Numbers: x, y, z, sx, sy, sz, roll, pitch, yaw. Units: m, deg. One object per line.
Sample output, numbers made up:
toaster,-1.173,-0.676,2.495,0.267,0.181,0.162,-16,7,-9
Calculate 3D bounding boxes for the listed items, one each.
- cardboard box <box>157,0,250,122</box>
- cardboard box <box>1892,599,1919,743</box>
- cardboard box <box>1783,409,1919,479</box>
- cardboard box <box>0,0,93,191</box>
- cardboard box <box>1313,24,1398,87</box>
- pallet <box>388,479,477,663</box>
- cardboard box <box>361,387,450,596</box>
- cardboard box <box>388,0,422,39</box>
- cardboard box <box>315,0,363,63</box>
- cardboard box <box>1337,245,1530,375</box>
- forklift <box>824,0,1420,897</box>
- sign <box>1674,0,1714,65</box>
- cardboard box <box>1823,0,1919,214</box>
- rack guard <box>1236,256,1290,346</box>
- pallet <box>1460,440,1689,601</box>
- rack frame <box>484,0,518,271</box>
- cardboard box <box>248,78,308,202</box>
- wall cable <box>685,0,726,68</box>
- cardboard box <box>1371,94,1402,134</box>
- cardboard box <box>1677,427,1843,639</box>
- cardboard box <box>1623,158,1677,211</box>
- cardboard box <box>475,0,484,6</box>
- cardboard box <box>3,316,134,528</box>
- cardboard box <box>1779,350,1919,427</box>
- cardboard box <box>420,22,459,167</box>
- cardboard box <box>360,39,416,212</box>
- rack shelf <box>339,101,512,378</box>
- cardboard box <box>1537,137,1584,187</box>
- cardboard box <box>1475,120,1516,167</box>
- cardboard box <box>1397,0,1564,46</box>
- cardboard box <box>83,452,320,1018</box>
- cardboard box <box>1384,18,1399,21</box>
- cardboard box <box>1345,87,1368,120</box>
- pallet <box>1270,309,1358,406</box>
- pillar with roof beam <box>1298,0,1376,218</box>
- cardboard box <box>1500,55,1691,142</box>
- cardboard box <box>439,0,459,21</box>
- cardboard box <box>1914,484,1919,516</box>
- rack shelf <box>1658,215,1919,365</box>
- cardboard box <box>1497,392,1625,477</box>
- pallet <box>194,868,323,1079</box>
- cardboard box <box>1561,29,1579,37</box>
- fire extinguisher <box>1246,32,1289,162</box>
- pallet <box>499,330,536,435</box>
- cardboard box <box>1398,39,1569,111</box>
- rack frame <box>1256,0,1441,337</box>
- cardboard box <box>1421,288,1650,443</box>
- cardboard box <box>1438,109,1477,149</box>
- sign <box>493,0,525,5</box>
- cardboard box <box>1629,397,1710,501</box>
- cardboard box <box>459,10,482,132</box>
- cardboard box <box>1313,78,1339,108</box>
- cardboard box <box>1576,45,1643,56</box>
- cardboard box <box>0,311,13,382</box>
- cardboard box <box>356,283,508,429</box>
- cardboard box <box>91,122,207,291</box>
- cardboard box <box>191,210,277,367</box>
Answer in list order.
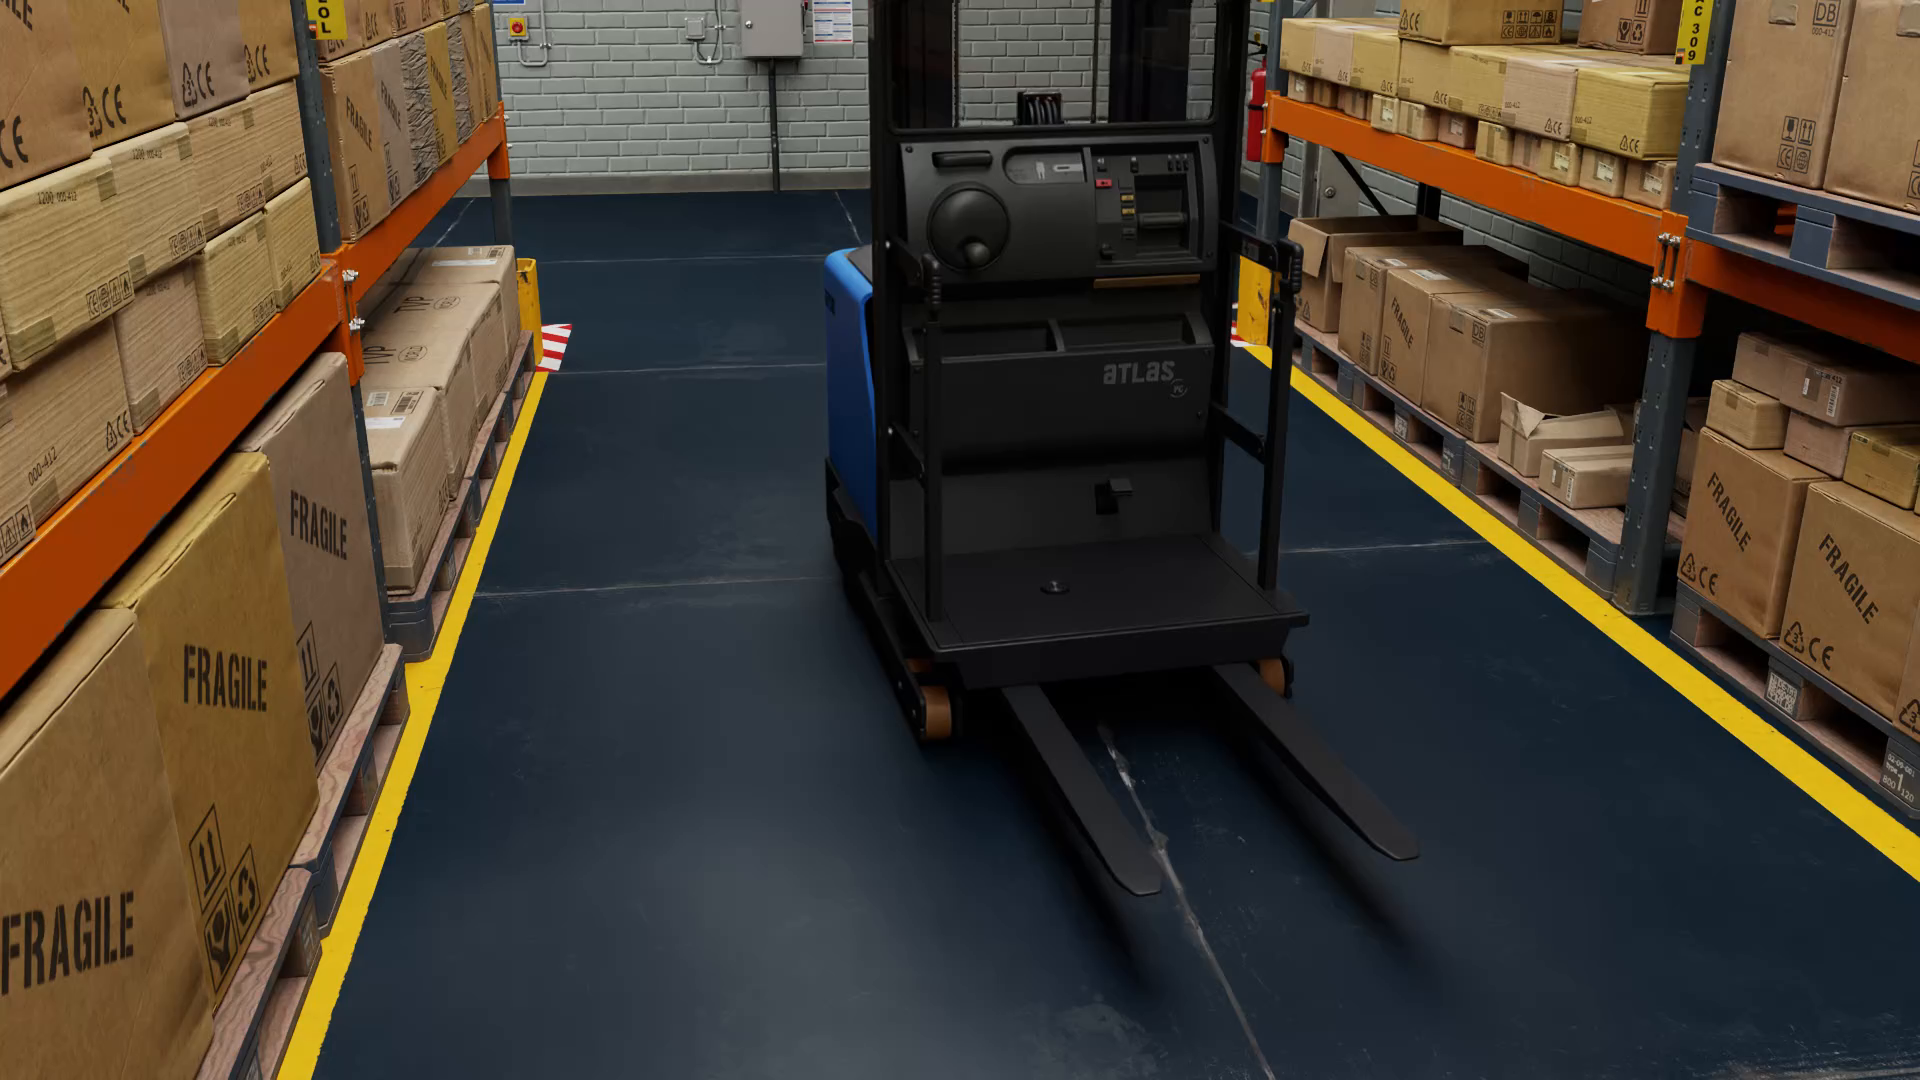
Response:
cardboard box,-1.810,-1.134,3.392,0.500,0.500,0.500,-3,21,-7
cardboard box,2.707,0.319,4.047,0.500,0.500,0.500,-4,21,-9
cardboard box,2.611,-0.291,4.753,0.380,0.149,0.250,-3,21,-9
cardboard box,-1.667,-0.779,2.442,0.500,0.500,0.500,-3,21,-7
cardboard box,2.001,-2.300,7.875,0.500,0.250,0.500,-3,21,-7
pallet,-2.237,0.100,5.647,1.003,0.211,1.213,-3,21,-8
cardboard box,-2.190,-0.158,5.415,0.875,0.438,0.875,-3,21,-9
cardboard box,-2.164,-1.985,5.671,0.500,0.500,0.500,-3,21,-7
cardboard box,-2.034,-1.631,4.725,0.500,0.500,0.500,-3,21,-7
cardboard box,2.209,-1.087,7.812,0.700,0.500,0.500,-2,21,-6
forklift,0.344,-0.949,4.567,1.130,2.935,3.031,-5,21,-13
sign,2.170,-1.566,4.885,0.100,0.325,0.005,-3,21,-8
cardboard box,2.629,-1.076,4.068,0.700,0.500,0.500,-3,21,-7
rack guard,2.140,-1.378,9.192,1.175,0.500,0.348,-3,21,-8
pallet,2.608,-0.122,6.242,1.003,0.211,1.213,-3,21,-8
rack frame,-2.782,-2.324,8.152,1.000,3.000,0.127,-3,21,-8
cardboard box,-1.901,-0.963,4.006,0.500,0.250,0.500,-3,21,-8
wall cable,-2.216,-4.827,13.400,0.588,1.984,0.122,-3,21,-8
cardboard box,2.042,-1.882,7.326,0.380,0.149,0.250,-4,21,-9
cardboard box,2.553,-0.038,5.002,0.500,0.500,0.500,-2,21,-5
cardboard box,2.410,-1.171,5.423,0.380,0.149,0.250,-3,21,-7
cardboard box,-2.477,-2.684,7.544,0.500,0.500,0.500,-2,21,-6
cardboard box,-1.686,-0.196,2.667,0.500,0.250,0.500,-3,21,-8
cardboard box,2.579,-0.435,4.713,0.380,0.149,0.250,-4,21,-10
cardboard box,-2.222,-1.687,6.303,0.500,0.500,0.500,-2,21,-6
cardboard box,-2.082,-1.336,5.363,0.500,0.500,0.500,-3,21,-7
rack shelf,-2.494,-1.295,6.423,1.077,0.370,4.000,-3,21,-8
cardboard box,2.290,-1.349,5.899,0.380,0.149,0.250,-2,21,-6
cardboard box,2.214,-1.528,6.379,0.380,0.149,0.250,-3,21,-9
cardboard box,2.145,-2.306,6.821,0.500,0.500,0.500,-2,21,-6
cardboard box,-1.899,0.382,3.341,0.875,0.875,0.875,-2,21,-6
cardboard box,2.458,-2.499,8.409,0.500,0.250,0.500,-2,21,-6
cardboard box,2.036,-2.065,7.816,0.380,0.149,0.250,-2,21,-6
pallet,2.256,-0.967,8.504,1.003,0.211,1.213,-3,21,-8
pillar with roof beam,-1.627,-6.148,9.815,9.100,9.000,0.400,-3,21,-8
cardboard box,2.304,-1.597,5.993,0.500,0.250,0.500,-3,21,-8
cardboard box,-2.304,-2.334,6.605,0.500,0.500,0.500,-3,21,-8
cardboard box,2.712,-0.108,4.264,0.380,0.149,0.250,-3,21,-9
rack shelf,2.994,-0.161,3.389,1.077,0.370,4.000,-3,21,-8
cardboard box,2.284,-0.408,6.330,0.396,0.266,0.258,-2,21,-6
pallet,-1.840,1.054,3.093,1.003,0.211,1.213,-3,21,-8
cardboard box,2.598,-2.149,7.471,0.500,0.250,0.500,-2,21,-6
fire extinguisher,1.651,-2.392,8.978,0.296,0.674,0.183,-3,21,-8
pallet,-2.589,-0.745,7.909,1.003,0.211,1.213,-3,21,-8
cardboard box,2.172,-1.948,6.935,0.500,0.250,0.500,-3,21,-9
rack frame,2.129,-2.576,8.825,1.000,3.000,0.127,-3,21,-8
cardboard box,2.358,-0.728,6.849,0.700,0.500,0.500,-4,21,-10
cardboard box,2.205,-1.706,6.856,0.380,0.149,0.250,-3,21,-8
sign,-3.674,-4.421,13.378,0.327,0.218,0.001,-3,21,-8
cardboard box,2.845,-0.369,6.159,0.500,0.311,0.500,-2,21,-6
cardboard box,-2.393,-2.043,7.255,0.500,0.500,0.500,-3,21,-9
cardboard box,1.988,-2.245,8.298,0.380,0.149,0.250,-2,21,-6
cardboard box,2.750,-1.797,6.530,0.500,0.250,0.500,-2,21,-7
cardboard box,-1.590,-0.258,2.120,0.500,0.250,0.500,-3,21,-8
cardboard box,-2.448,-0.781,7.081,0.875,0.438,0.875,-2,21,-6
cardboard box,-1.741,-0.611,3.065,0.500,0.250,0.500,-2,21,-6
cardboard box,-1.819,-0.550,3.616,0.500,0.250,0.500,-3,21,-9
